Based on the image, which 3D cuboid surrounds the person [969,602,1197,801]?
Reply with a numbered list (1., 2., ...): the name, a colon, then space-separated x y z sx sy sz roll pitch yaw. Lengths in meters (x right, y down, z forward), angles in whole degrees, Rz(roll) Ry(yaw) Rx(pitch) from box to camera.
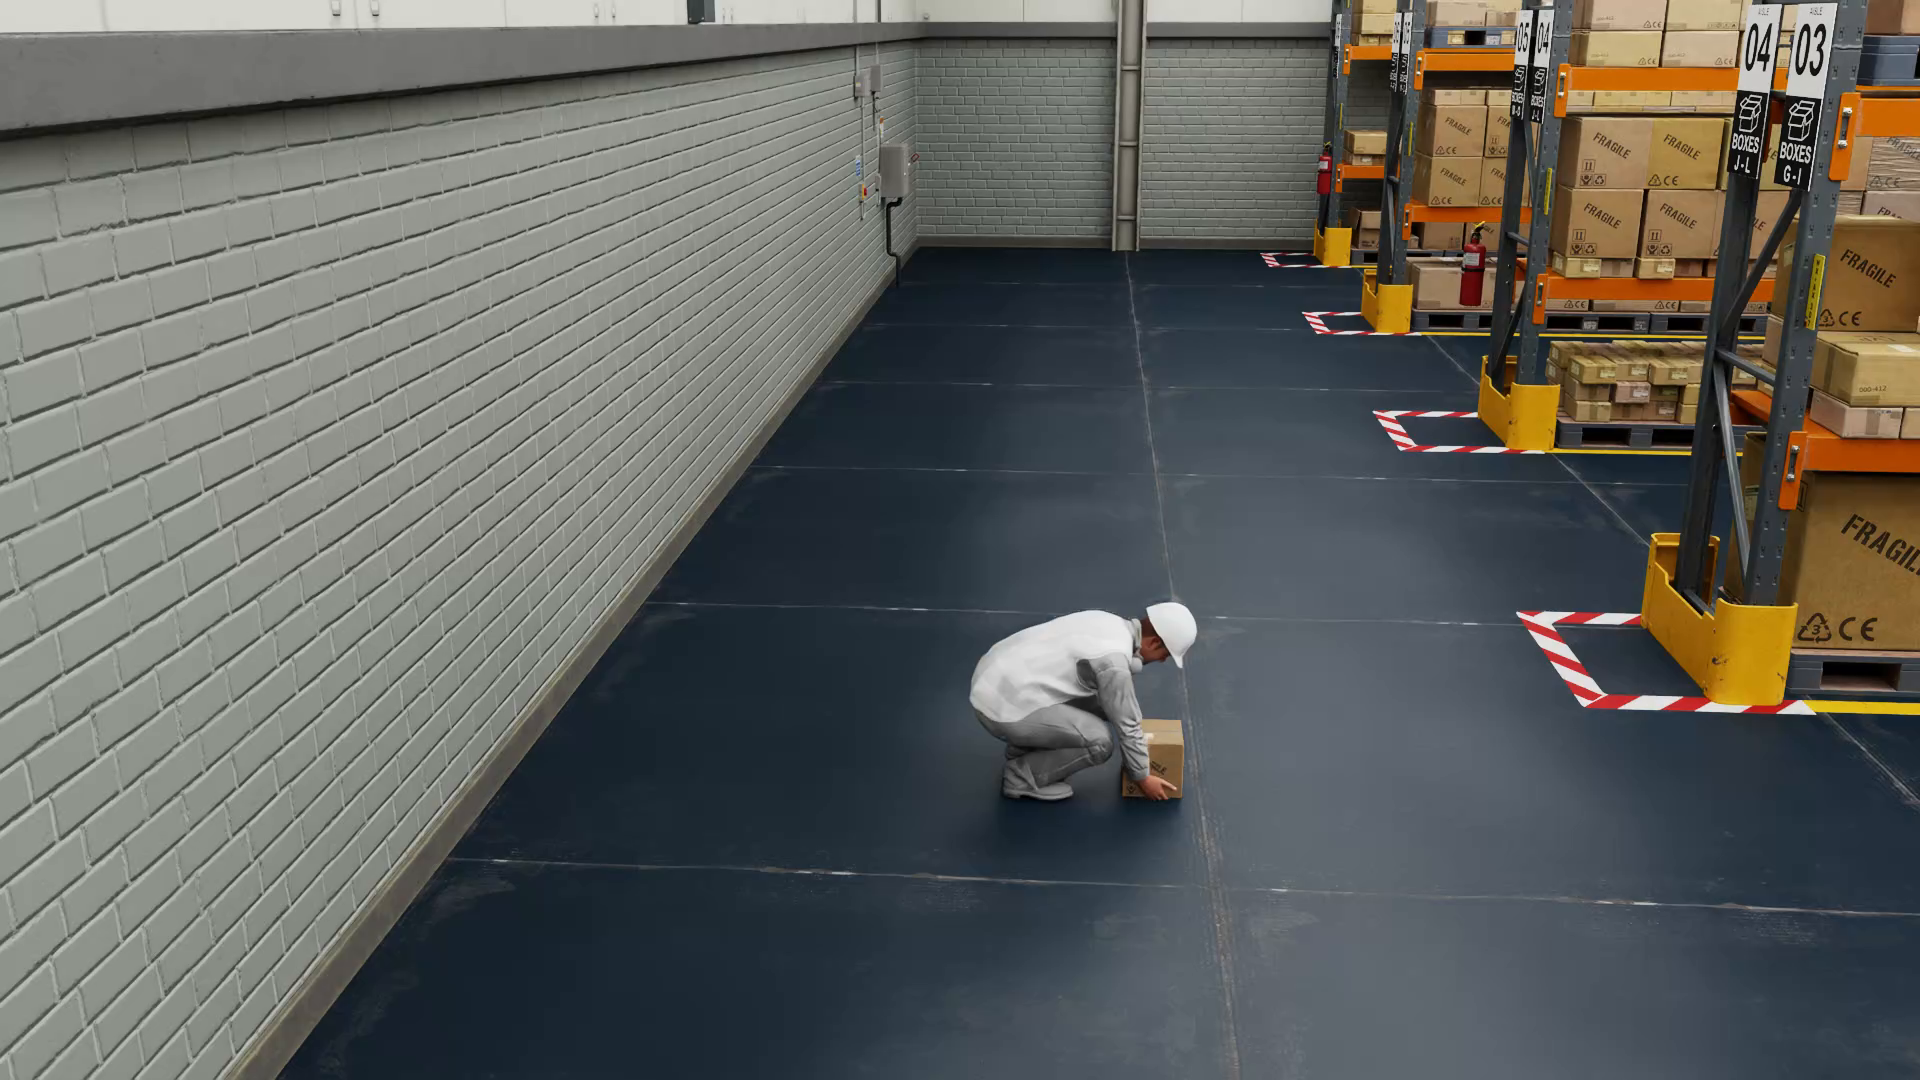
1. person: 0.515 0.683 7.034 0.945 0.862 0.528 1 17 4
